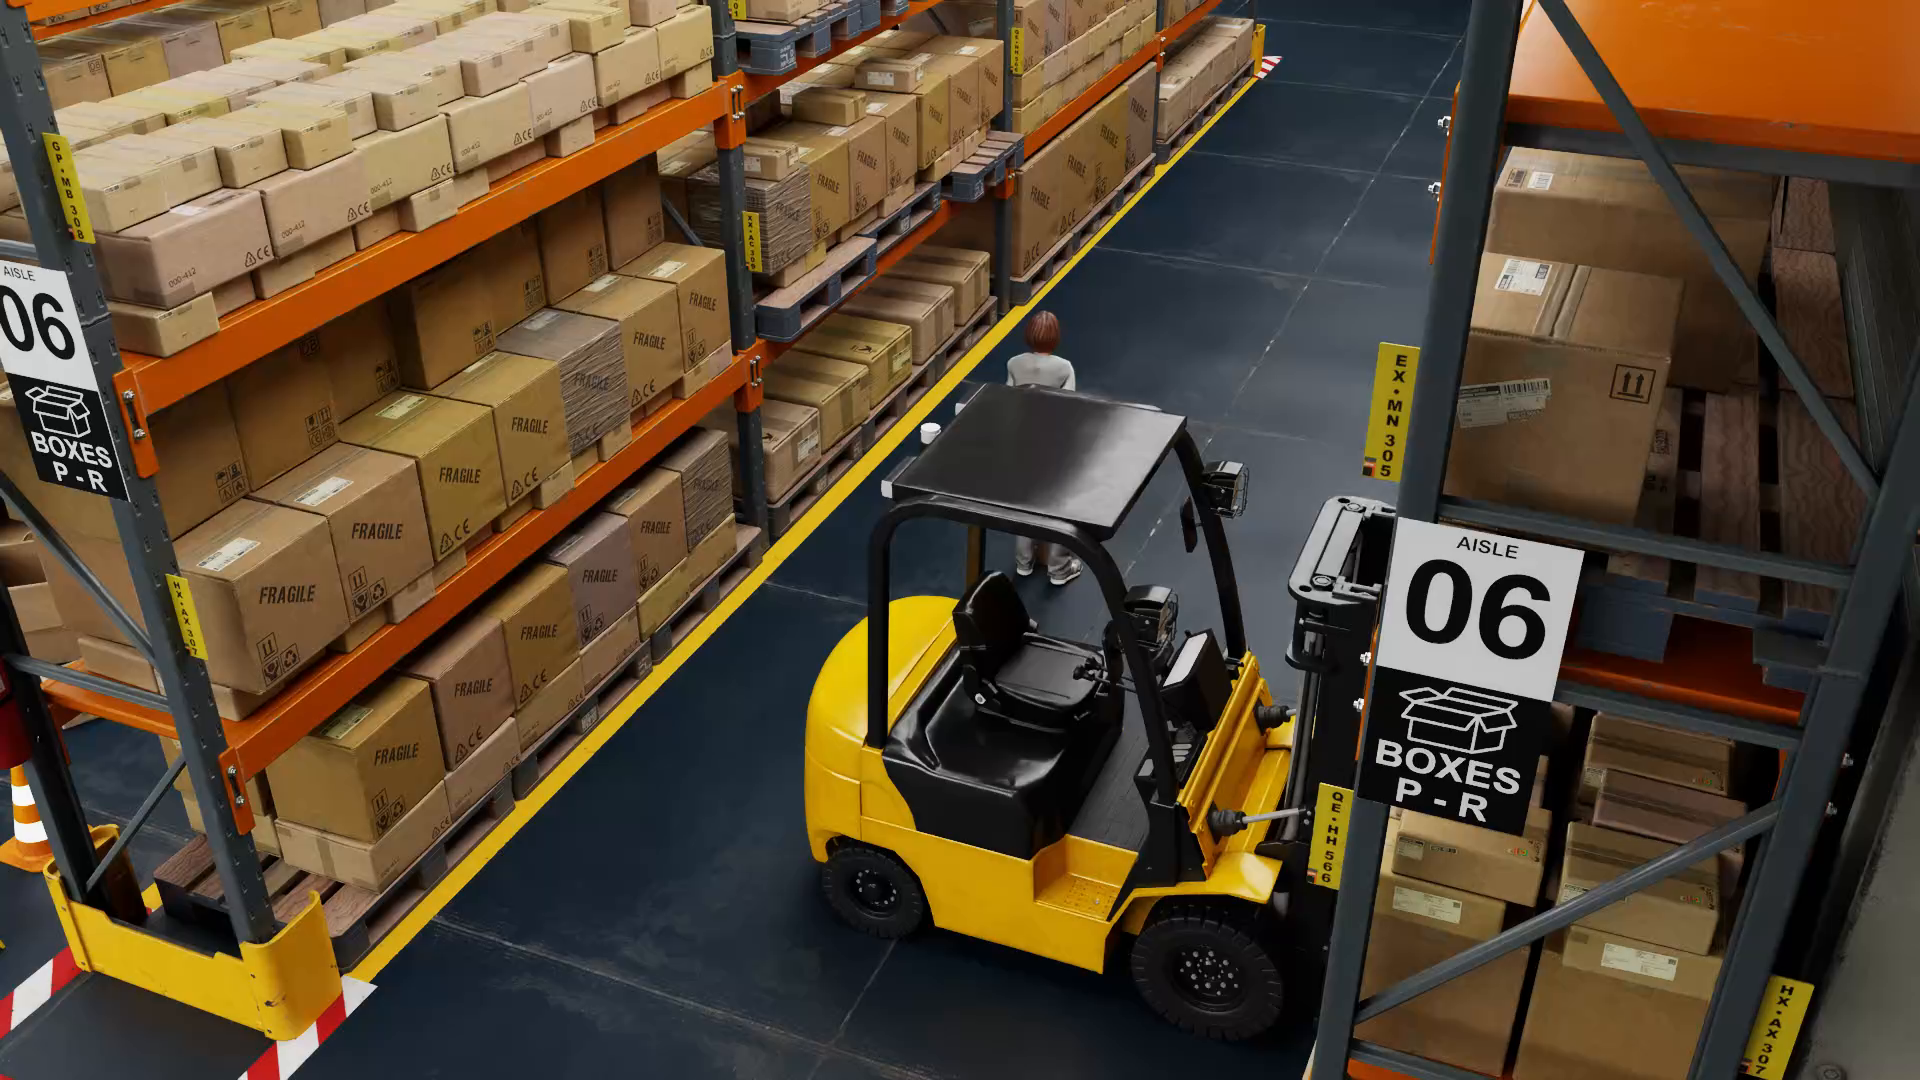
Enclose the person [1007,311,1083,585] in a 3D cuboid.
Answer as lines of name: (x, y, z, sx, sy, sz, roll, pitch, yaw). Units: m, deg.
person: (0.454, -0.500, 9.260, 0.477, 1.593, 0.367, 11, 32, 18)
